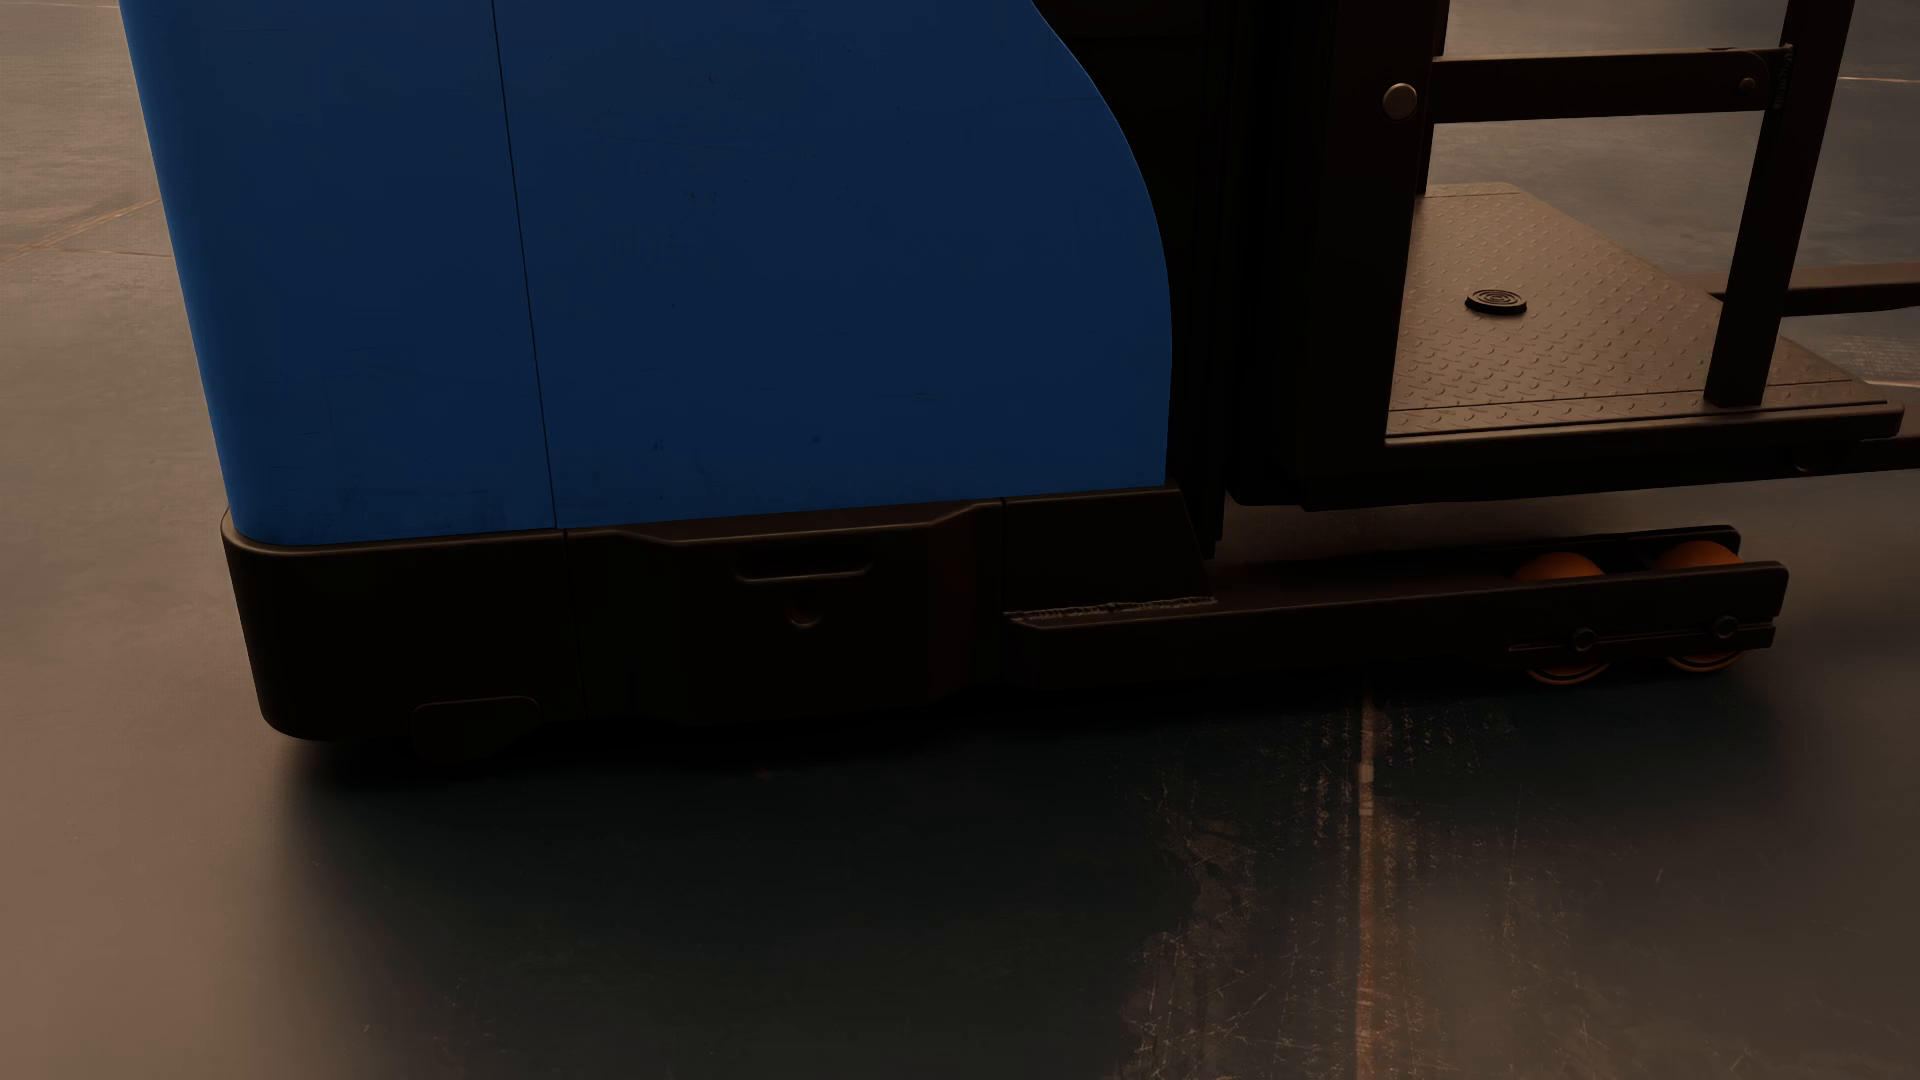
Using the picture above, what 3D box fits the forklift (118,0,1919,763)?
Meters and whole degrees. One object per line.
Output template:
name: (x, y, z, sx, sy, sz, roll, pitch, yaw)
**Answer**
forklift: (0.600, -1.354, 1.930, 3.031, 2.935, 1.130, -4, 27, -9)
